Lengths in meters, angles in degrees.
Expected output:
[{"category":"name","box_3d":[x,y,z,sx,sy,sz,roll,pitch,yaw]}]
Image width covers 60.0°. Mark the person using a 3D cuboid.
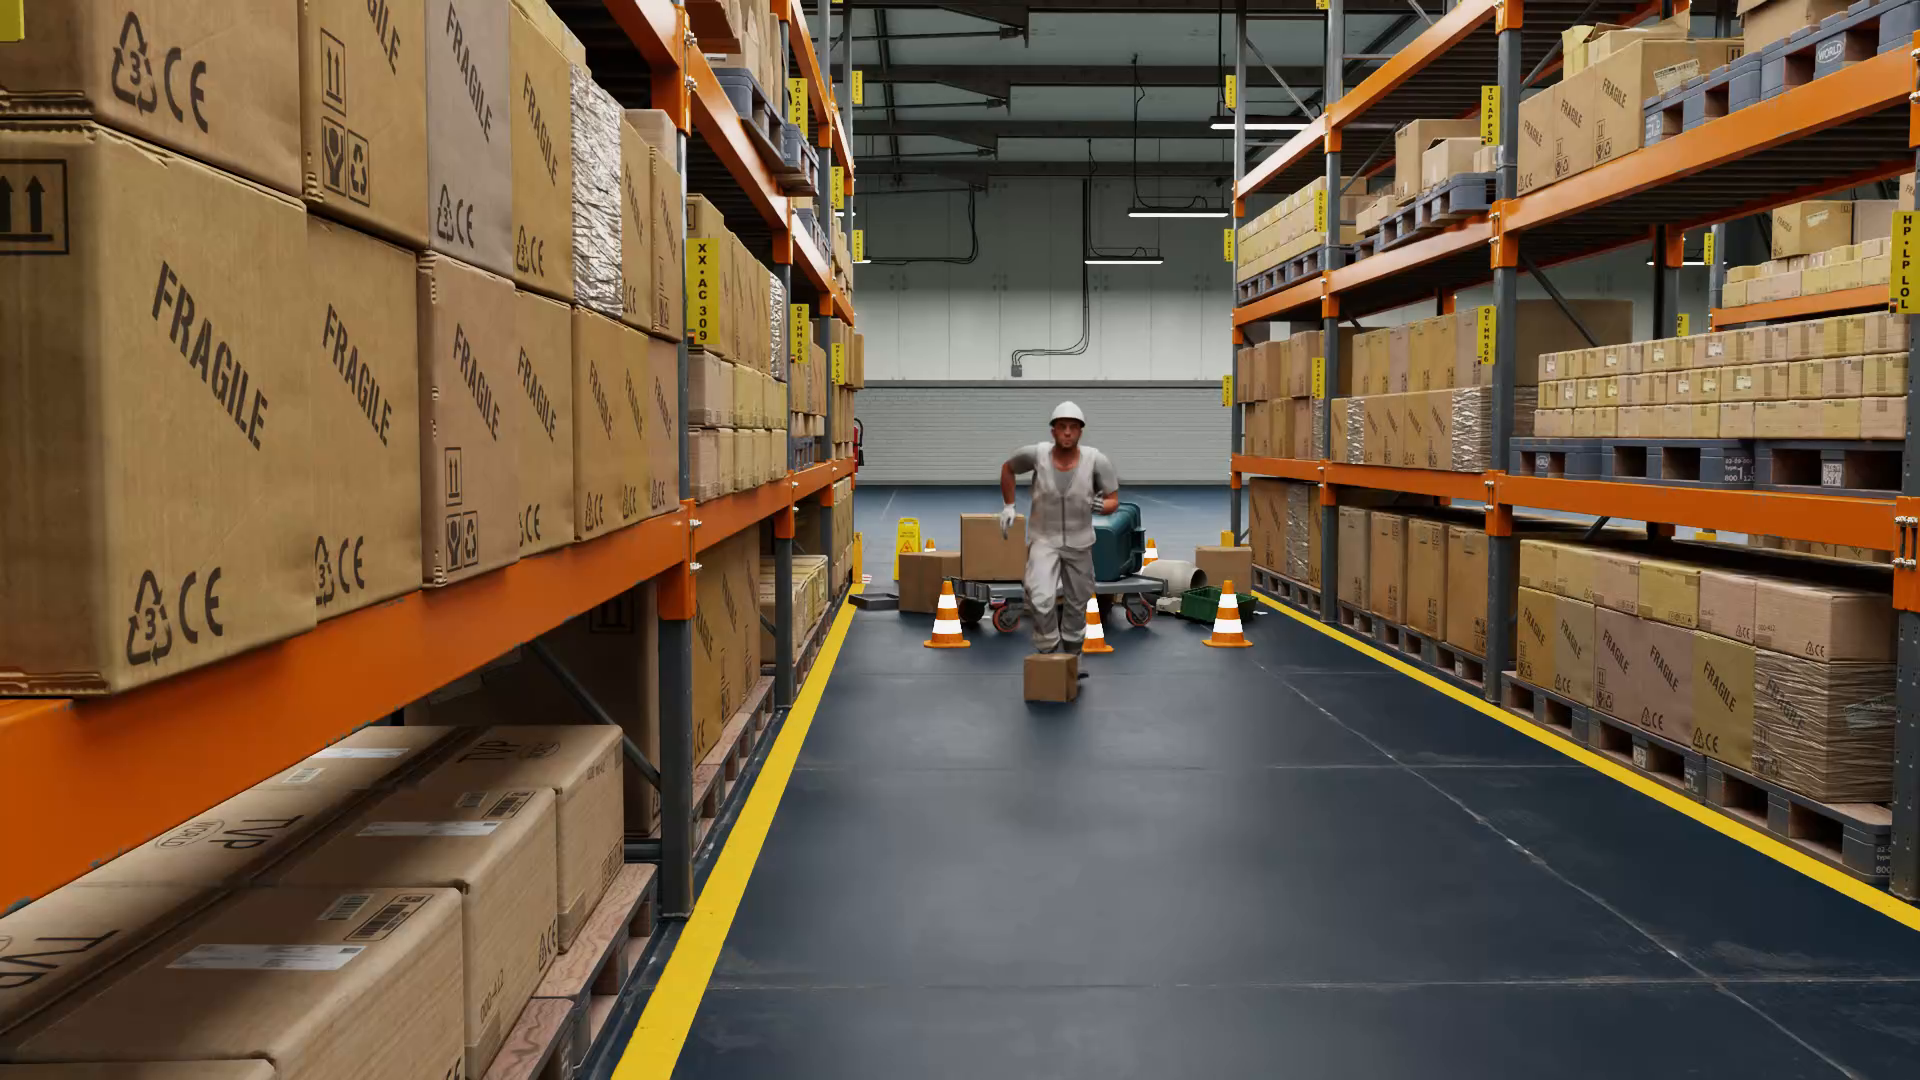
[{"category":"person","box_3d":[0.589,0.036,9.785,0.656,1.691,0.968,0,4,-7]}]
